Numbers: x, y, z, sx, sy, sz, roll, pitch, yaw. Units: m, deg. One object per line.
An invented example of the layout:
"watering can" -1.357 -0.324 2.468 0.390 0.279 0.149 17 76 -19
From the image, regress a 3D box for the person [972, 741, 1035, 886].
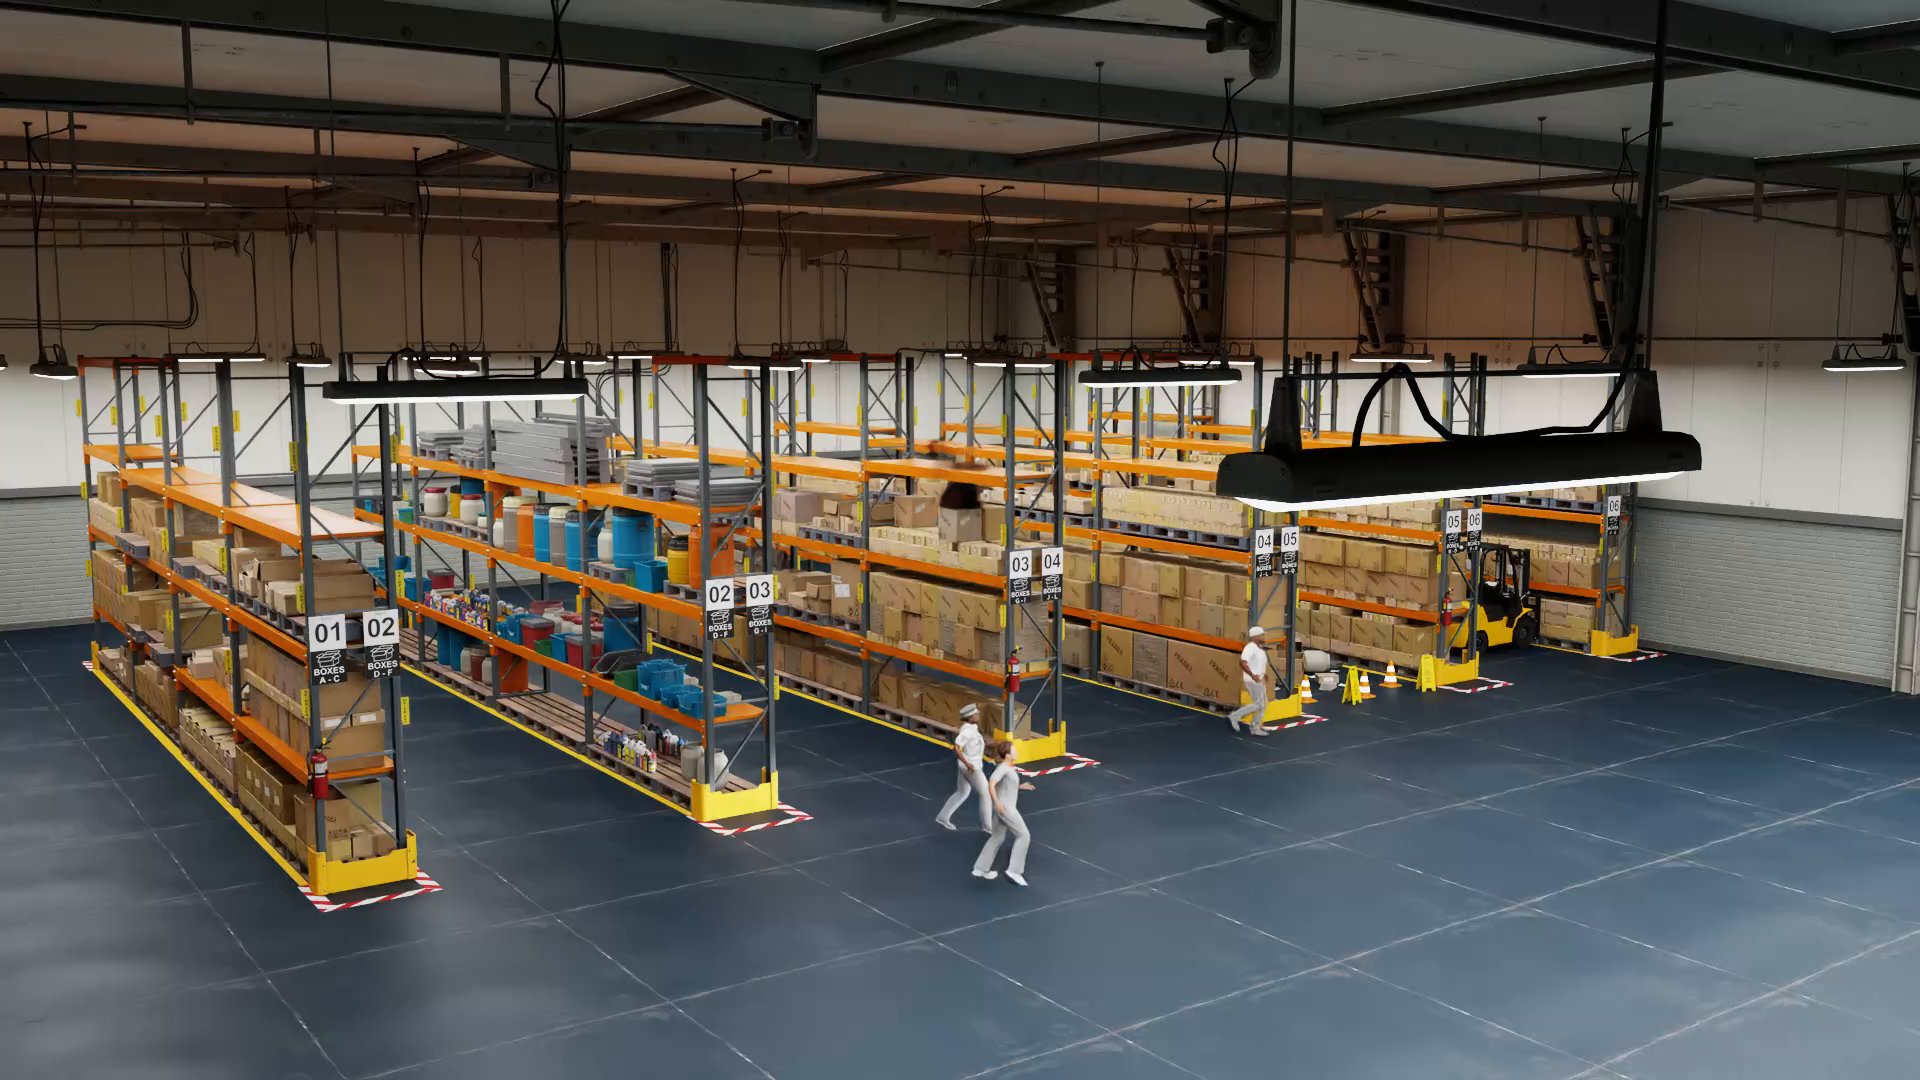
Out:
"person" 0.510 3.178 19.341 0.747 1.721 0.553 -1 7 -9

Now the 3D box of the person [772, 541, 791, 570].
"person" -4.156 0.865 37.926 0.733 1.738 0.847 -4 8 -28

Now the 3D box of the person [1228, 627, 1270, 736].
"person" 4.700 2.244 26.724 0.643 1.715 0.730 3 7 21

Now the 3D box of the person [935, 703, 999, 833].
"person" 0.130 2.922 21.133 0.852 1.727 0.561 -1 7 -9
